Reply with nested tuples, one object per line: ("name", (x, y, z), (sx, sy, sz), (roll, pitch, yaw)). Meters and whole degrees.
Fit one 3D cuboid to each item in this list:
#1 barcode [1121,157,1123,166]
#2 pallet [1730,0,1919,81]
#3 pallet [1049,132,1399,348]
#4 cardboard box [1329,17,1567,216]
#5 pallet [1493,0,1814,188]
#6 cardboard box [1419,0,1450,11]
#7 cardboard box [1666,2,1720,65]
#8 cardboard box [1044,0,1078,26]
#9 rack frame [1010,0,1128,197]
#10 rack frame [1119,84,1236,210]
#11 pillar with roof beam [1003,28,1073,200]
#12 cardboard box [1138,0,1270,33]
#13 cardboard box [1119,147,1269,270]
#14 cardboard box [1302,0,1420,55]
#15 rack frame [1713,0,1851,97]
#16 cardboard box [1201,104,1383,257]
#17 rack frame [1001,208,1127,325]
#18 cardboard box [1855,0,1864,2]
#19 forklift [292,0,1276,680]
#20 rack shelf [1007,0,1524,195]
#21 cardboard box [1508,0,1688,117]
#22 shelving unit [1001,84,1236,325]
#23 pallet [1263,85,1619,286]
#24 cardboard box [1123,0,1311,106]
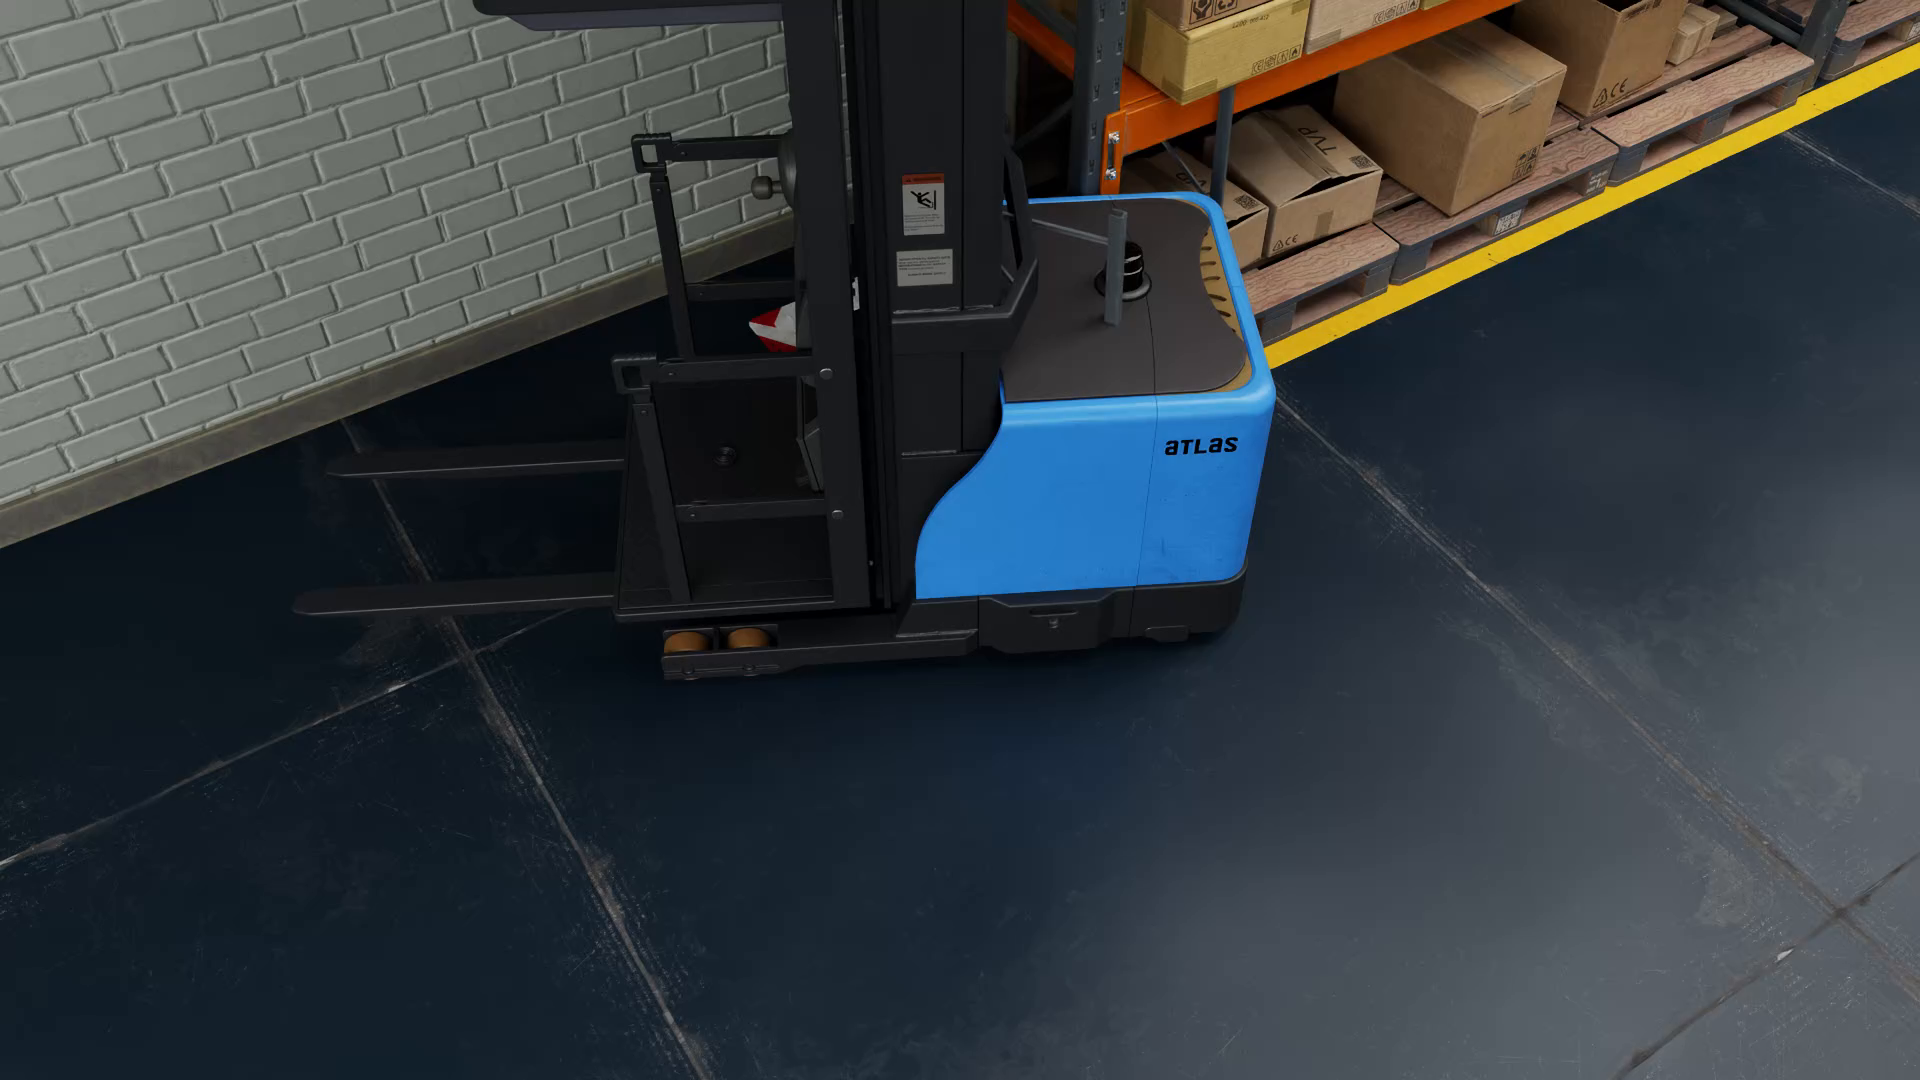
("barcode", (0.614, -1.476, 6.556), (0.075, 0.075, 0.001), (-25, 53, -21))
("pallet", (4.220, -2.720, 8.031), (1.213, 0.211, 1.003), (-25, 53, -21))
("pallet", (0.949, -1.147, 6.630), (1.213, 0.211, 1.003), (-25, 53, -21))
("cardboard box", (1.941, -1.764, 6.692), (0.500, 0.500, 0.700), (-28, 54, -23))
("pallet", (3.013, -2.119, 7.496), (1.213, 0.211, 1.003), (-25, 53, -21))
("cardboard box", (1.627, -2.108, 5.706), (0.500, 0.250, 0.500), (-26, 53, -21))
("cardboard box", (3.126, -2.308, 7.400), (0.250, 0.166, 0.380), (-32, 56, -25))
("cardboard box", (0.471, -2.008, 5.617), (0.500, 0.250, 0.500), (-25, 53, -20))
("rack frame", (0.179, -1.742, 5.293), (0.127, 3.000, 1.000), (-25, 53, -21))
("rack frame", (0.666, -1.167, 5.788), (0.500, 1.500, 0.032), (18, 52, 17))
("pillar with roof beam", (2.607, -1.844, 1.366), (0.400, 9.000, 9.100), (-25, 53, -21))
("cardboard box", (0.743, -1.949, 5.062), (0.500, 0.500, 0.500), (-25, 53, -21))
("cardboard box", (0.812, -1.213, 6.328), (0.500, 0.311, 0.500), (-31, 55, -25))
("cardboard box", (1.193, -1.909, 5.529), (0.500, 0.250, 0.500), (-27, 54, -22))
("rack frame", (3.562, -3.336, 6.713), (0.127, 3.000, 1.000), (-25, 53, -21))
("cardboard box", (1.294, -1.441, 6.530), (0.500, 0.311, 0.500), (-21, 52, -18))
("rack frame", (0.248, -0.465, 5.184), (0.500, 1.500, 0.032), (18, 52, 17))
("cardboard box", (4.176, -2.955, 7.752), (0.500, 0.500, 0.700), (-24, 52, -20))
("forklift", (-0.628, -0.938, 4.623), (3.031, 2.935, 1.130), (-3, 48, -3))
("rack shelf", (1.871, -2.300, 6.271), (4.000, 0.370, 1.077), (-25, 53, -21))
("cardboard box", (2.706, -2.212, 7.091), (0.500, 0.500, 0.500), (-29, 54, -23))
("shelving unit", (0.457, -0.816, 5.486), (0.538, 1.500, 1.048), (18, 52, 17))
("pallet", (1.980, -1.630, 7.060), (1.213, 0.211, 1.003), (-25, 53, -21))
("cardboard box", (0.761, -1.693, 5.336), (0.500, 0.250, 0.500), (-27, 54, -22))
